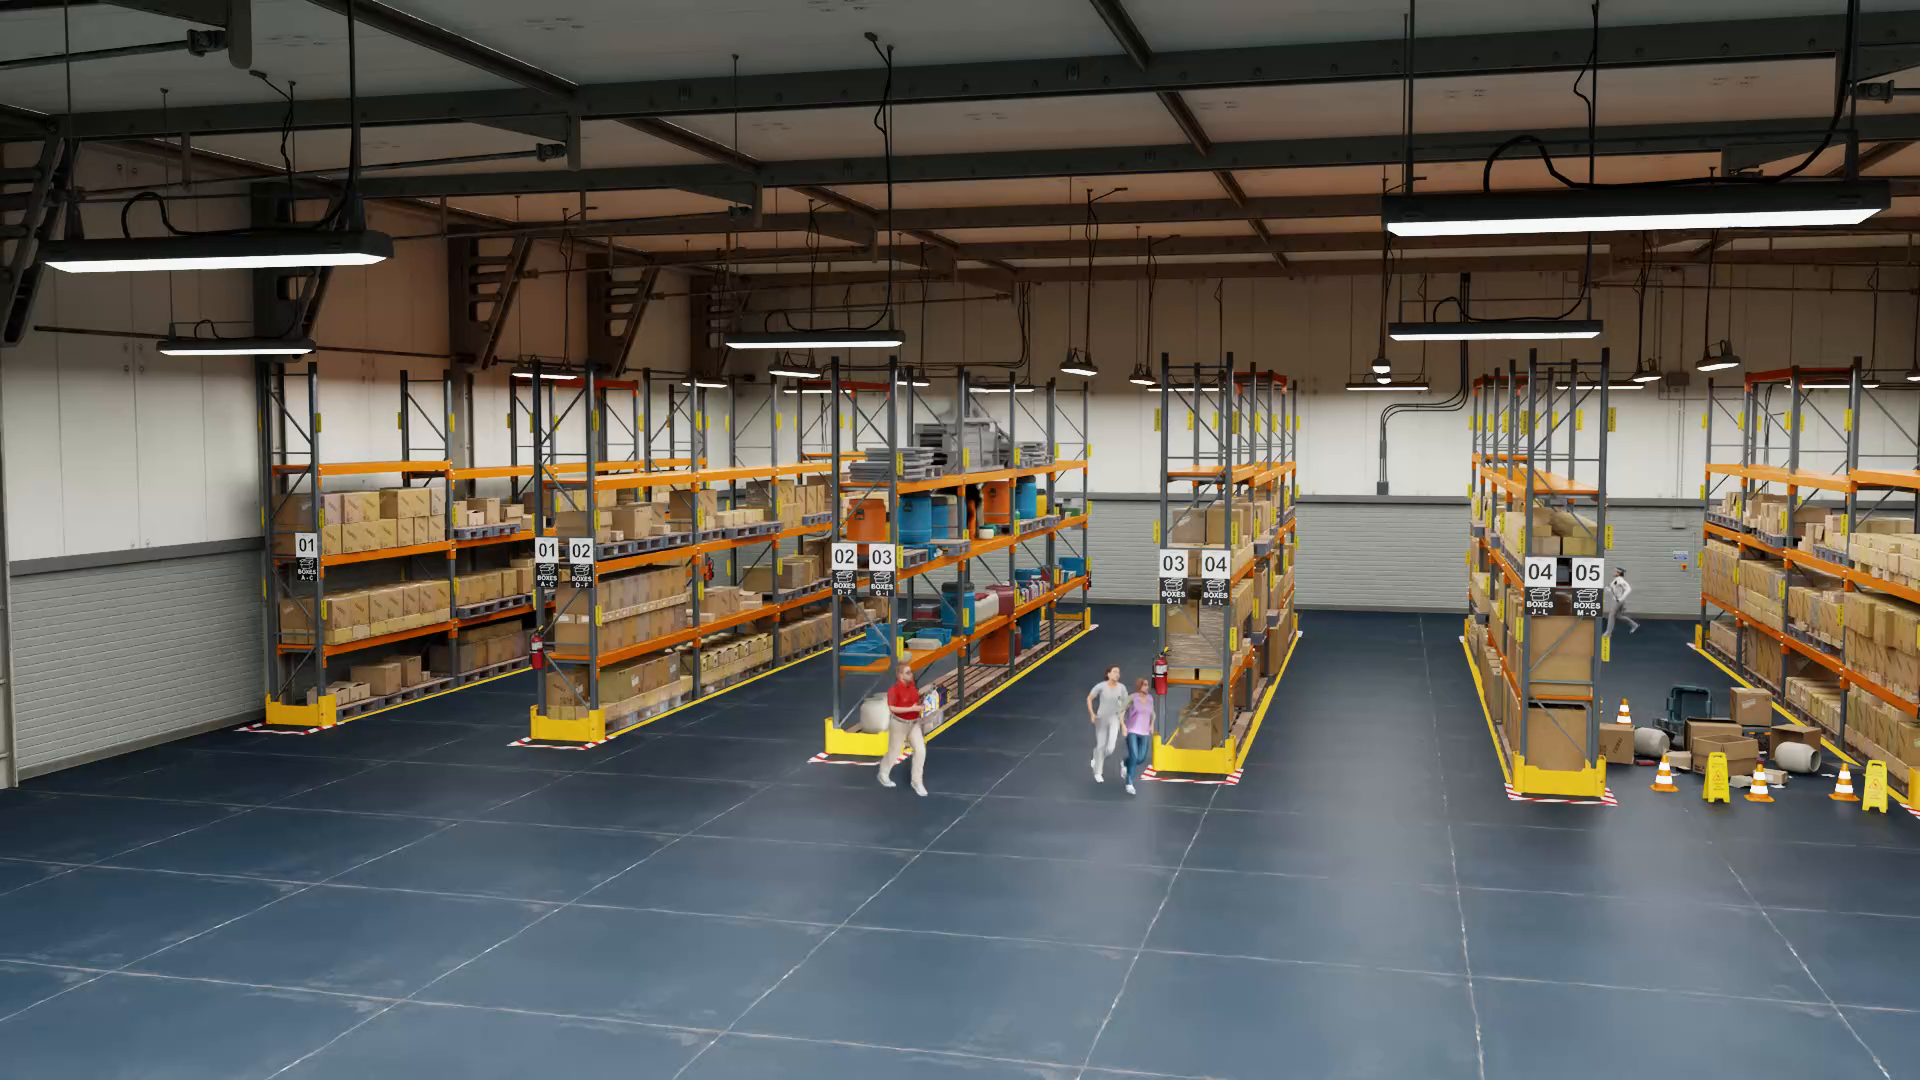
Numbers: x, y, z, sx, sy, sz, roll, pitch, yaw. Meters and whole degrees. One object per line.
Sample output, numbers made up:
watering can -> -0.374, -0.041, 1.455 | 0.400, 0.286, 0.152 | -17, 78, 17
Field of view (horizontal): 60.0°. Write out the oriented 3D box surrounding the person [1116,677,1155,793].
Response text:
person -> 2.406, 2.650, 22.778 | 0.581, 1.565, 0.594 | -1, 4, -20

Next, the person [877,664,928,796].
person -> -0.787, 2.560, 22.512 | 0.592, 1.783, 0.864 | -4, 5, -41

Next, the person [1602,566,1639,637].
person -> 15.315, 1.430, 38.591 | 0.893, 1.670, 0.619 | 1, 4, 13

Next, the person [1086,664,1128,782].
person -> 2.083, 2.554, 23.488 | 0.604, 1.626, 0.666 | -1, 4, -12
